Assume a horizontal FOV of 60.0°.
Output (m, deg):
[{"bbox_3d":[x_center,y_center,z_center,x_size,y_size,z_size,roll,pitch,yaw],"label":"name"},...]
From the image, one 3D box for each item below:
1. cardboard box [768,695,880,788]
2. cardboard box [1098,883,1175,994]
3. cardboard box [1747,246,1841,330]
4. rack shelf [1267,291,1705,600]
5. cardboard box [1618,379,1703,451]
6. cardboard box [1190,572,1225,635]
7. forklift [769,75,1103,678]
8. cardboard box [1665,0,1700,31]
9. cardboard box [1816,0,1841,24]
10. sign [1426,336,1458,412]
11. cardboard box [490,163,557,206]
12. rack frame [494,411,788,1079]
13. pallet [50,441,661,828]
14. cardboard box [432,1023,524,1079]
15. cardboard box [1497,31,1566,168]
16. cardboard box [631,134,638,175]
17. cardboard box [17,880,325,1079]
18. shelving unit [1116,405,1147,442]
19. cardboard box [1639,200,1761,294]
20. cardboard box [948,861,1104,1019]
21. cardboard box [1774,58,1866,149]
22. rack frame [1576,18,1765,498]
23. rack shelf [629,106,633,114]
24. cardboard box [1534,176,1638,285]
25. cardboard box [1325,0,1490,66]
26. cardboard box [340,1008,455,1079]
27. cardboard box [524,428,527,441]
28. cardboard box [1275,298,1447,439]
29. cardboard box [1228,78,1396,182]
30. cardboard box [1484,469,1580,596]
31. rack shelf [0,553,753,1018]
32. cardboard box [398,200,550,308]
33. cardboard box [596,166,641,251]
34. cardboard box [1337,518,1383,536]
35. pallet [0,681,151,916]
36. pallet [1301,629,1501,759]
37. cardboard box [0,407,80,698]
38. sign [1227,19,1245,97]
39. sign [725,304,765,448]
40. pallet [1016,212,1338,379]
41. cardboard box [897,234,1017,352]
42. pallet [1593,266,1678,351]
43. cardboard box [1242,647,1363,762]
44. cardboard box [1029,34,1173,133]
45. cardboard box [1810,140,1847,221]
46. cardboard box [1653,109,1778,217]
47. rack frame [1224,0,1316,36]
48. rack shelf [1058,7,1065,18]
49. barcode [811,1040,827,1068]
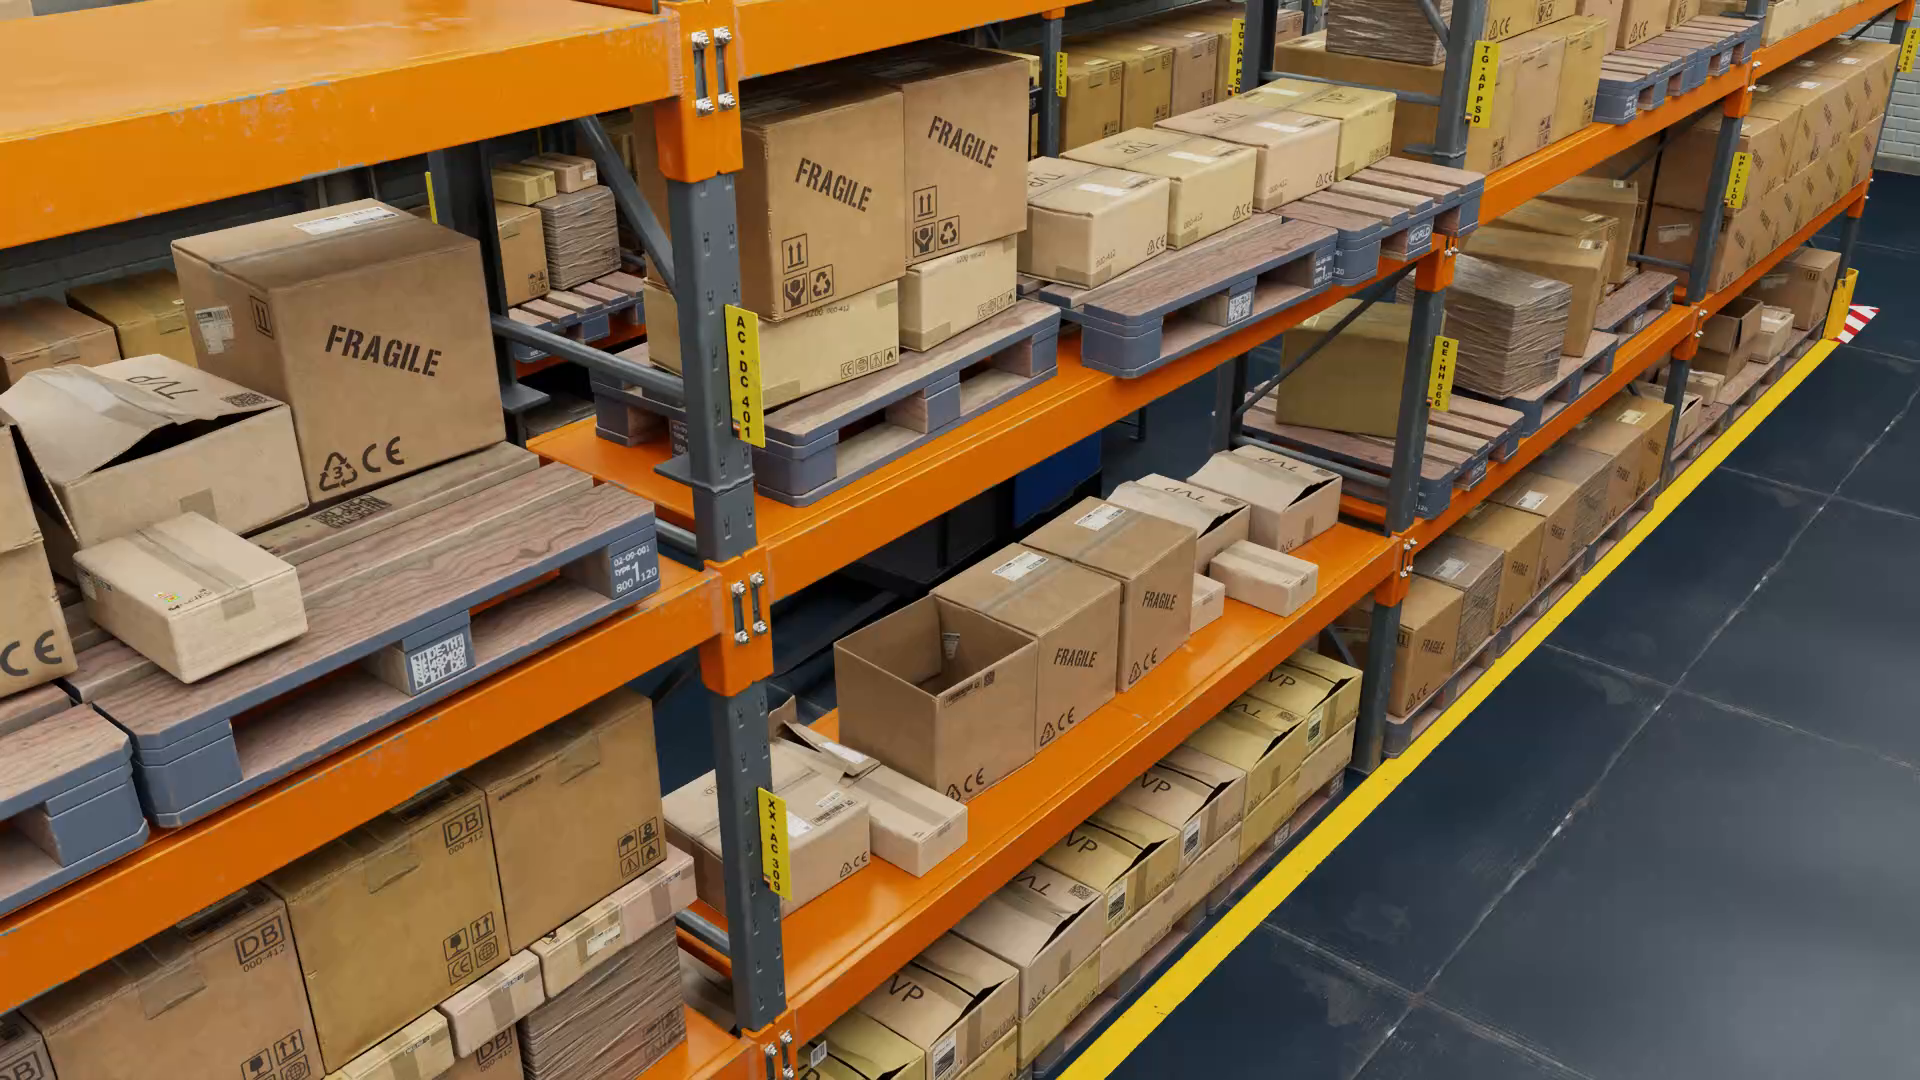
[{"bbox_3d":[-0.501,0.758,5.666,0.396,0.266,0.258,20,33,33],"label":"cardboard box"},{"bbox_3d":[0.507,1.483,6.655,0.500,0.250,0.500,22,34,35],"label":"cardboard box"},{"bbox_3d":[6.558,-2.011,13.114,0.500,0.500,0.500,21,34,34],"label":"cardboard box"},{"bbox_3d":[2.898,-0.744,9.206,1.077,0.370,4.000,21,34,34],"label":"rack shelf"},{"bbox_3d":[4.604,-0.859,11.094,0.500,0.311,0.500,21,34,34],"label":"cardboard box"},{"bbox_3d":[0.858,0.226,6.822,0.380,0.149,0.250,24,36,38],"label":"cardboard box"},{"bbox_3d":[-0.354,-1.067,9.122,1.130,2.935,3.031,18,32,30],"label":"forklift"},{"bbox_3d":[3.793,-3.223,9.276,0.600,0.600,0.600,17,32,30],"label":"cardboard box"},{"bbox_3d":[5.310,-3.491,10.632,0.500,0.250,0.500,21,34,34],"label":"cardboard box"},{"bbox_3d":[2.056,-0.707,7.093,0.100,0.325,0.005,21,34,34],"label":"sign"},{"bbox_3d":[-2.589,-2.079,9.711,0.380,0.149,0.250,15,31,26],"label":"cardboard box"},{"bbox_3d":[-0.919,1.064,4.929,1.000,3.000,0.127,21,34,34],"label":"rack frame"},{"bbox_3d":[-1.441,0.081,3.661,1.003,0.211,1.213,21,34,34],"label":"pallet"},{"bbox_3d":[-1.527,1.368,4.233,0.700,0.500,0.500,20,34,34],"label":"cardboard box"},{"bbox_3d":[2.201,-2.076,7.625,0.910,0.500,0.500,21,34,34],"label":"cardboard box"},{"bbox_3d":[-1.693,-2.415,10.383,0.500,0.250,0.500,22,34,36],"label":"cardboard box"},{"bbox_3d":[-1.836,0.959,3.610,0.700,0.500,0.500,21,34,34],"label":"cardboard box"},{"bbox_3d":[0.786,-1.228,10.991,0.538,1.500,1.048,18,32,30],"label":"shelving unit"},{"bbox_3d":[4.704,-1.918,10.584,0.500,0.500,0.500,22,34,36],"label":"cardboard box"},{"bbox_3d":[0.187,1.416,6.173,0.500,0.311,0.500,19,33,33],"label":"cardboard box"},{"bbox_3d":[5.996,-3.076,11.735,0.500,0.500,0.500,22,34,36],"label":"cardboard box"},{"bbox_3d":[4.170,-1.772,10.411,1.000,3.000,0.127,21,34,34],"label":"rack frame"},{"bbox_3d":[-3.471,-2.104,8.571,1.077,0.370,4.000,21,34,34],"label":"rack shelf"},{"bbox_3d":[3.696,-1.901,10.094,0.700,0.500,0.500,9,29,18],"label":"cardboard box"},{"bbox_3d":[1.908,-2.328,7.024,0.500,0.500,0.500,21,34,34],"label":"cardboard box"},{"bbox_3d":[-1.416,1.165,3.919,0.380,0.149,0.250,21,34,34],"label":"cardboard box"},{"bbox_3d":[-3.034,-0.467,10.129,0.700,0.500,0.500,21,34,34],"label":"cardboard box"},{"bbox_3d":[1.939,-0.841,8.046,0.700,0.500,0.500,10,29,18],"label":"cardboard box"},{"bbox_3d":[1.380,-1.629,6.576,0.500,0.250,0.500,18,32,31],"label":"cardboard box"},{"bbox_3d":[3.115,-0.067,9.357,0.500,0.500,0.500,19,33,33],"label":"cardboard box"},{"bbox_3d":[-2.191,0.760,3.034,1.077,0.370,4.000,21,34,34],"label":"rack shelf"},{"bbox_3d":[-2.825,-1.665,9.616,0.700,0.500,0.500,17,32,30],"label":"cardboard box"},{"bbox_3d":[-2.102,-2.231,10.843,0.500,0.500,0.500,21,34,35],"label":"cardboard box"},{"bbox_3d":[2.072,-0.194,8.786,0.500,0.250,0.500,22,35,36],"label":"cardboard box"},{"bbox_3d":[-2.217,0.512,2.828,1.003,0.211,1.213,21,34,34],"label":"pallet"},{"bbox_3d":[2.130,0.631,8.801,1.003,0.211,1.213,21,34,34],"label":"pallet"},{"bbox_3d":[-2.064,-0.016,3.030,0.637,0.503,0.797,-24,36,-38],"label":"cardboard box"},{"bbox_3d":[1.208,-2.075,7.170,0.100,0.325,0.005,21,34,34],"label":"sign"},{"bbox_3d":[-0.489,-0.371,3.790,0.100,0.325,0.005,21,34,34],"label":"sign"},{"bbox_3d":[0.554,-0.938,5.740,1.003,0.211,1.213,23,35,37],"label":"pallet"},{"bbox_3d":[-0.172,-0.799,4.972,0.500,0.250,0.500,17,32,30],"label":"cardboard box"},{"bbox_3d":[3.577,-1.436,9.970,1.003,0.211,1.213,21,34,34],"label":"pallet"},{"bbox_3d":[1.482,0.689,7.578,0.500,0.311,0.500,22,34,36],"label":"cardboard box"},{"bbox_3d":[1.171,-3.797,13.998,0.980,0.700,0.700,20,33,33],"label":"cardboard box"},{"bbox_3d":[5.990,-2.636,11.973,0.500,0.500,0.500,21,34,35],"label":"cardboard box"},{"bbox_3d":[4.687,-2.346,10.323,0.500,0.500,0.500,22,34,36],"label":"cardboard box"},{"bbox_3d":[2.889,-4.637,15.949,1.000,3.000,0.127,21,34,34],"label":"rack frame"},{"bbox_3d":[1.617,-4.941,14.054,1.077,0.370,4.000,21,34,34],"label":"rack shelf"},{"bbox_3d":[-0.435,1.584,5.121,0.001,0.075,0.075,21,34,34],"label":"barcode"}]
